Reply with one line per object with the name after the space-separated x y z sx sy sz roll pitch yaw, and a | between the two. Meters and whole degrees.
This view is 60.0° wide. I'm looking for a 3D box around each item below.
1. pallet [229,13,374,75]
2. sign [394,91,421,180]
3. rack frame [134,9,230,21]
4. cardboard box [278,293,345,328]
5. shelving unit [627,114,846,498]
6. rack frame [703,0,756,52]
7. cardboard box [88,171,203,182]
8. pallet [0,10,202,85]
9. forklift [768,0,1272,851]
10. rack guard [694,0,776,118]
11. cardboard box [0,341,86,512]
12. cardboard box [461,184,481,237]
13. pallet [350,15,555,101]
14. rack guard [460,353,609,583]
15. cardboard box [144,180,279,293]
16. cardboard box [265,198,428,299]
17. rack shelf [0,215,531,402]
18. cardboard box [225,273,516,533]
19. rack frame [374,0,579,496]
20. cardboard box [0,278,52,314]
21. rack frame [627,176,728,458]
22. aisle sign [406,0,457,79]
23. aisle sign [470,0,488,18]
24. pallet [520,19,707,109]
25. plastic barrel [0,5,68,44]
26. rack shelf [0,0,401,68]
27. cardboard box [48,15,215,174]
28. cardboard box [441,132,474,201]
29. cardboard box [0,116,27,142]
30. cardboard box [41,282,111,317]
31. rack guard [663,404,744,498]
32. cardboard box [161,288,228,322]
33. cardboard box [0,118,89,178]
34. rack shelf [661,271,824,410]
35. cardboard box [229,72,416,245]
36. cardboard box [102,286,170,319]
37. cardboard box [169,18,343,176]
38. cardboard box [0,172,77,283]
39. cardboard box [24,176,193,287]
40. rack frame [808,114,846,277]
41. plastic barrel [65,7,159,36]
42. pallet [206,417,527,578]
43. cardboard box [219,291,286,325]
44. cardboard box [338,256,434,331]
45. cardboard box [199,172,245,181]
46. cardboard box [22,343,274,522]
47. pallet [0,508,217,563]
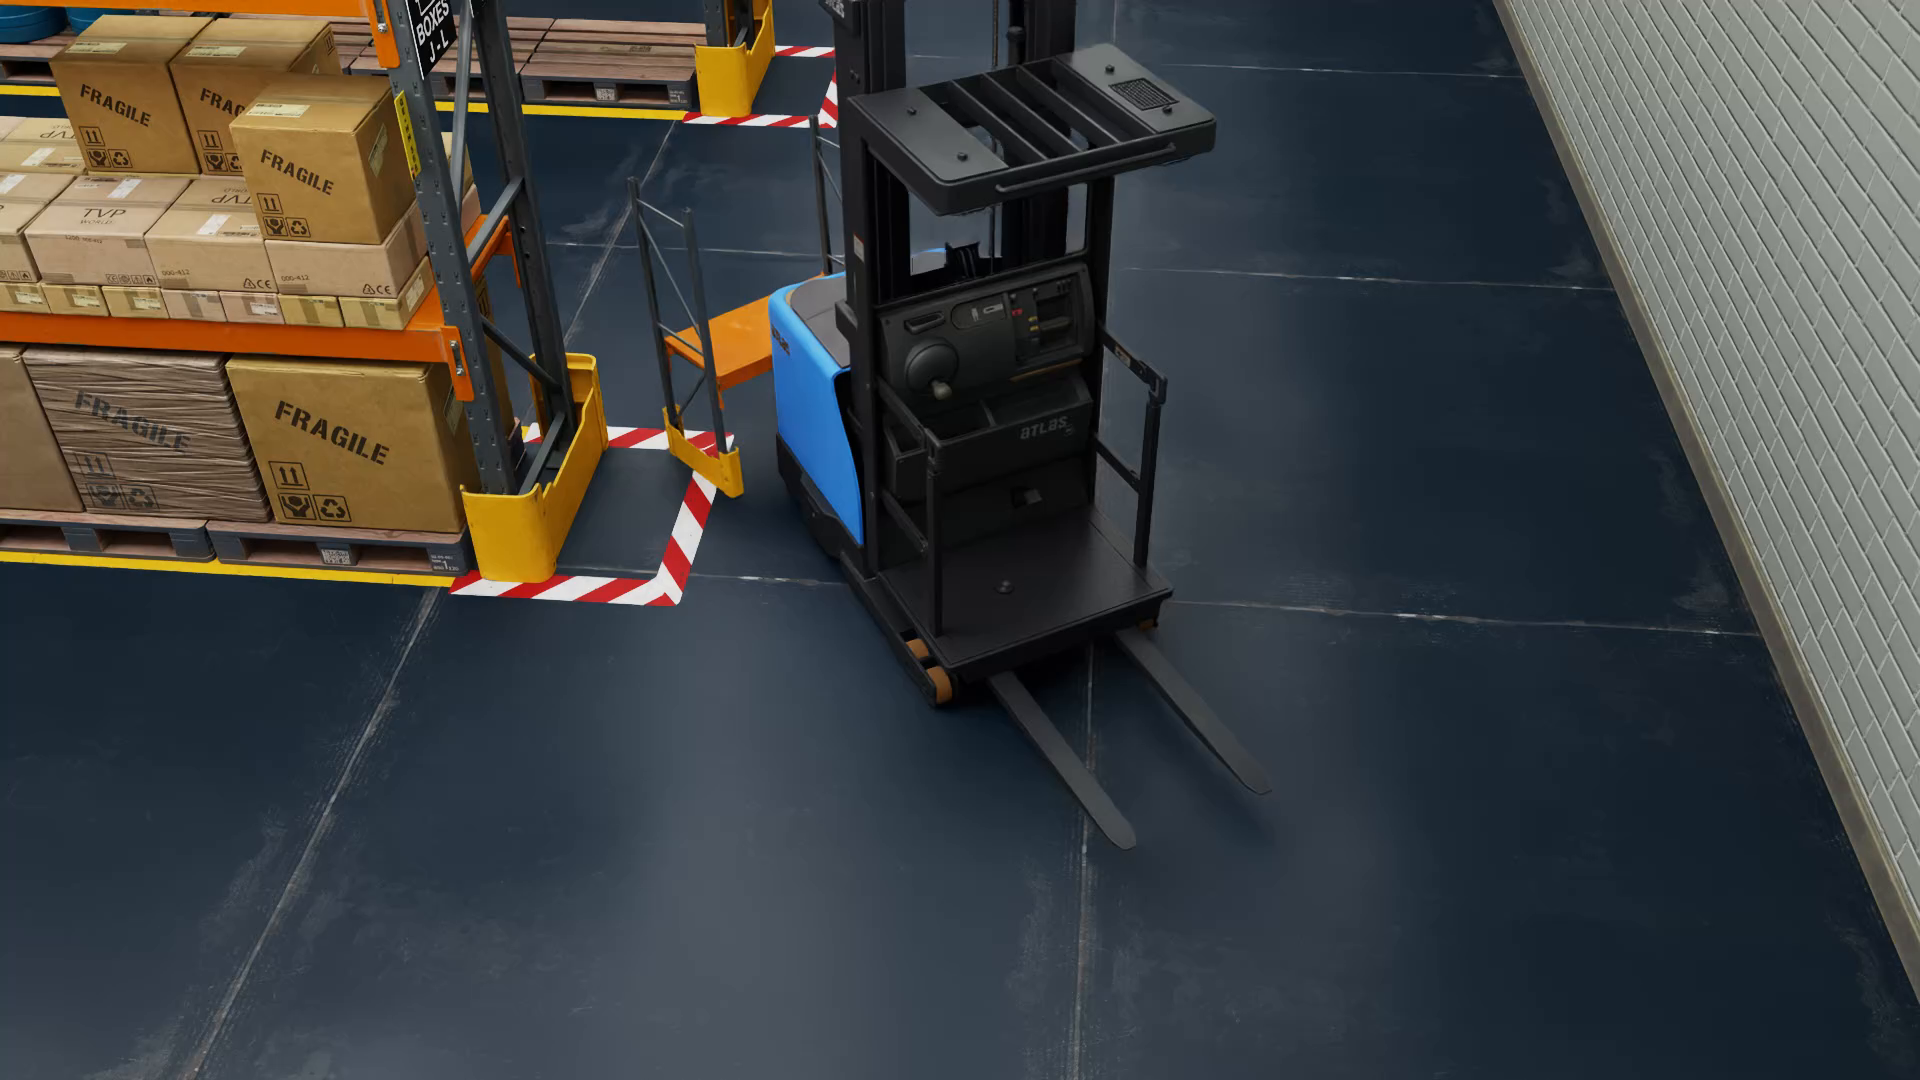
-4.861 -3.574 12.144 1.213 0.211 1.003 3 39 4 | pallet
-2.100 -1.539 6.330 0.005 0.325 0.100 3 39 4 | sign
-5.597 -4.671 11.283 0.127 3.000 1.000 3 39 4 | rack frame
-2.682 -1.066 7.053 0.250 0.149 0.380 4 39 4 | cardboard box
-0.917 -1.151 8.119 1.083 1.500 0.587 -28 43 -30 | shelving unit
-1.612 -4.453 11.016 0.127 3.000 1.000 3 39 4 | rack frame
-3.513 -1.645 7.449 0.500 0.250 0.500 2 39 2 | cardboard box
-6.362 -3.658 12.247 1.213 0.211 1.003 3 39 4 | pallet
0.219 -0.761 6.533 1.130 2.935 3.031 -18 42 -21 | forklift
-1.587 -3.491 11.813 0.348 0.500 1.175 3 39 4 | rack guard
-4.477 -0.760 7.828 0.875 0.875 0.875 3 39 4 | cardboard box
-2.365 -1.468 7.547 0.250 0.149 0.380 4 39 4 | cardboard box
-3.642 -3.509 12.065 1.213 0.211 1.003 3 39 4 | pallet
-2.015 -0.368 7.976 0.348 0.500 1.175 3 39 4 | rack guard
-3.050 -1.283 7.004 0.500 0.250 0.500 2 39 3 | cardboard box
-2.545 -1.255 6.969 0.500 0.250 0.500 3 39 3 | cardboard box
-4.032 -1.168 7.549 4.000 0.370 1.077 3 39 4 | rack shelf
-2.684 -0.662 7.708 0.875 0.875 0.875 3 39 4 | cardboard box
-2.039 -1.338 7.189 0.127 3.000 1.000 3 39 4 | rack frame
-3.945 -1.137 7.140 0.250 0.149 0.380 4 39 5 | cardboard box
-1.313 -0.940 7.860 0.032 1.500 0.500 -28 43 -30 | rack frame
-1.993 -2.154 6.131 0.004 0.787 0.394 3 39 4 | aisle sign
-1.942 -2.531 6.595 0.004 0.787 0.394 3 39 4 | aisle sign
-2.430 -3.441 11.981 1.213 0.211 1.003 3 39 4 | pallet
-6.843 -4.099 11.910 0.708 0.901 0.600 3 39 4 | plastic barrel
-4.032 -2.332 6.603 4.000 0.370 1.077 3 39 4 | rack shelf
-3.509 -1.934 7.209 0.500 0.500 0.500 2 39 3 | cardboard box
-2.494 -1.591 7.383 0.500 0.250 0.500 2 39 3 | cardboard box
-4.538 -1.700 7.516 0.500 0.250 0.500 4 39 5 | cardboard box
-3.699 -1.122 7.121 0.250 0.149 0.380 3 39 4 | cardboard box
-1.273 -0.445 8.240 0.087 0.250 0.587 -28 43 -30 | rack guard
-3.181 -1.095 7.089 0.250 0.149 0.380 4 39 5 | cardboard box
-4.033 -1.670 7.480 0.500 0.250 0.500 2 39 3 | cardboard box
-0.917 -1.002 8.221 1.000 0.185 0.538 -28 43 -30 | rack shelf
-2.547 -1.548 6.735 0.500 0.500 0.500 4 39 4 | cardboard box
-3.440 -1.108 7.104 0.250 0.149 0.380 2 39 3 | cardboard box
-2.992 -1.910 7.179 0.500 0.500 0.500 2 39 3 | cardboard box
-4.077 -1.336 7.069 0.500 0.250 0.500 3 39 4 | cardboard box
-3.557 -1.311 7.038 0.500 0.250 0.500 2 39 2 | cardboard box
-0.536 -1.354 8.369 0.032 1.500 0.500 -28 43 -30 | rack frame
-6.138 -4.061 11.863 0.708 0.901 0.600 3 39 4 | plastic barrel
-2.843 -0.251 8.062 1.213 0.211 1.003 3 39 4 | pallet
-2.933 -1.081 7.071 0.250 0.149 0.380 3 39 4 | cardboard box
-2.422 -1.053 7.037 0.250 0.149 0.380 4 39 5 | cardboard box
-3.013 -1.616 7.412 0.500 0.250 0.500 3 39 3 | cardboard box
-3.590 -0.711 7.769 0.875 0.875 0.875 3 39 4 | cardboard box
-4.055 -0.319 8.146 1.213 0.211 1.003 3 39 4 | pallet
